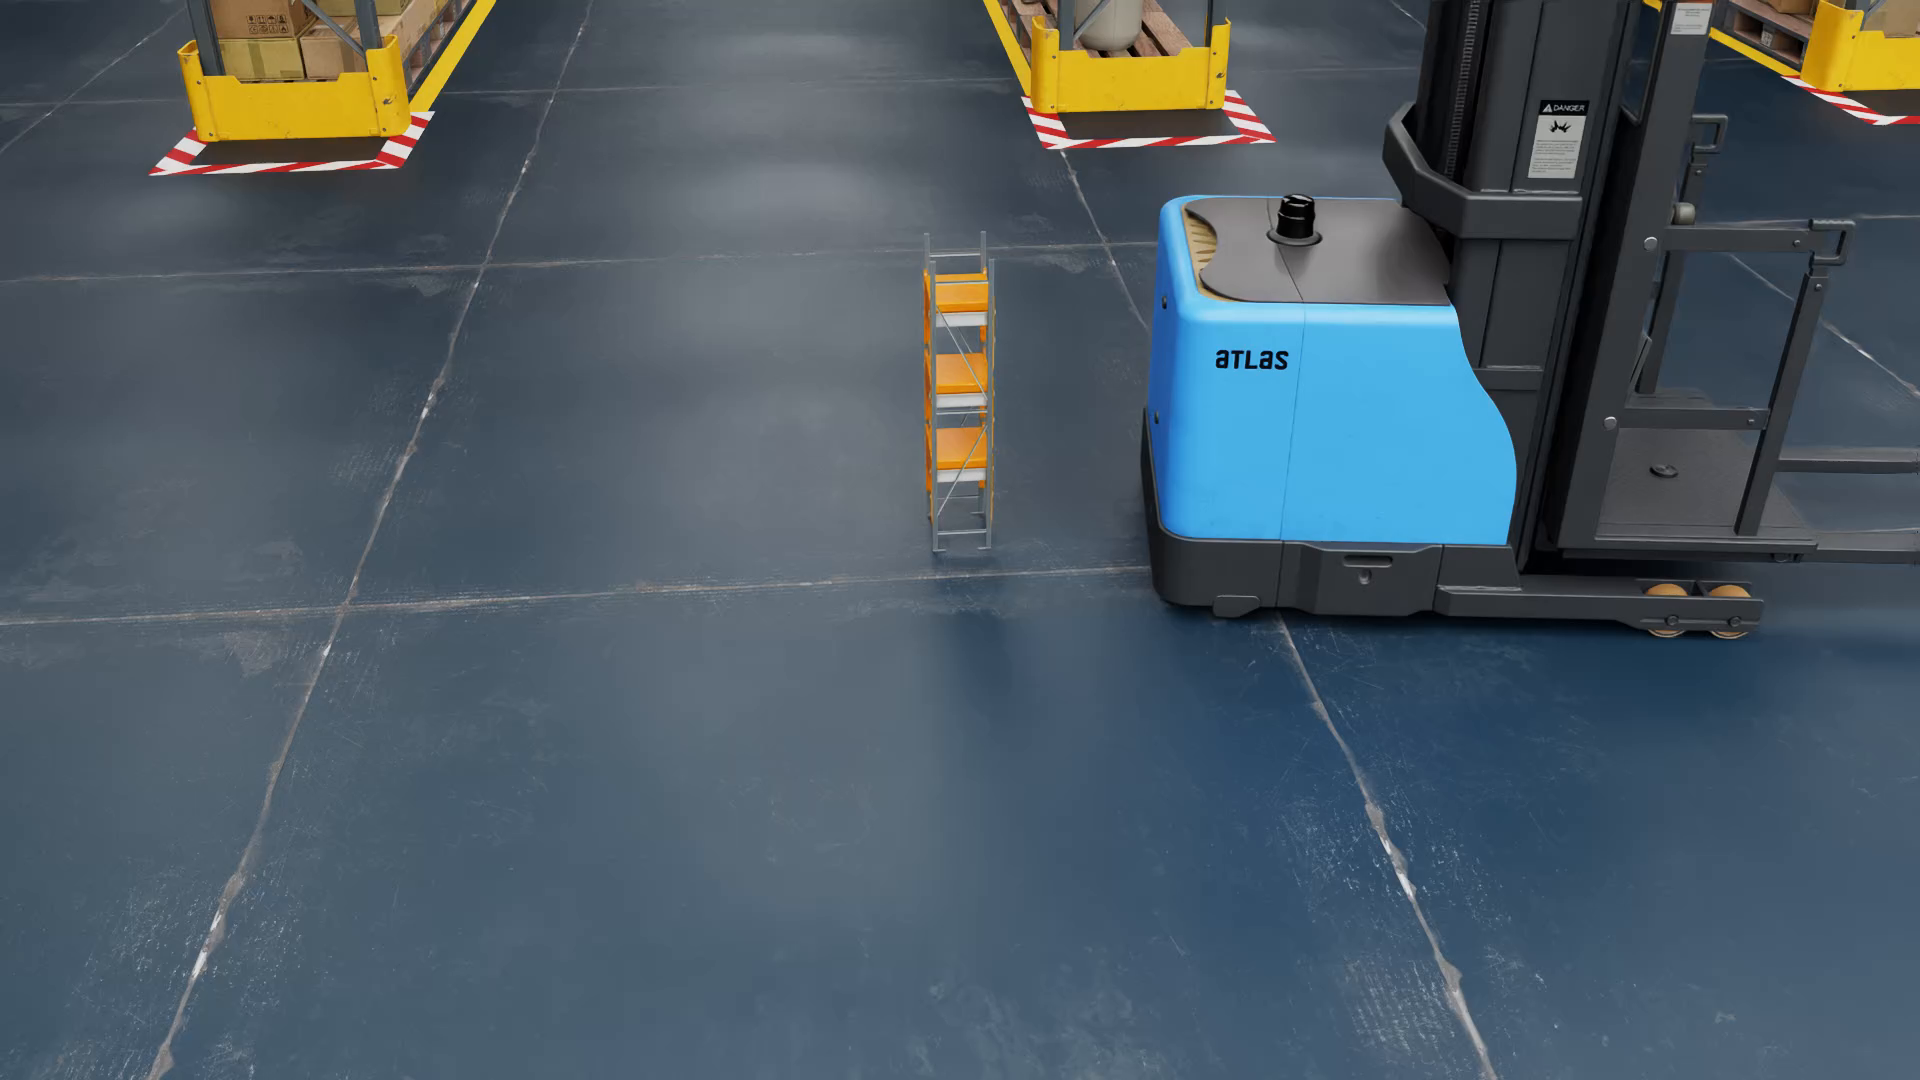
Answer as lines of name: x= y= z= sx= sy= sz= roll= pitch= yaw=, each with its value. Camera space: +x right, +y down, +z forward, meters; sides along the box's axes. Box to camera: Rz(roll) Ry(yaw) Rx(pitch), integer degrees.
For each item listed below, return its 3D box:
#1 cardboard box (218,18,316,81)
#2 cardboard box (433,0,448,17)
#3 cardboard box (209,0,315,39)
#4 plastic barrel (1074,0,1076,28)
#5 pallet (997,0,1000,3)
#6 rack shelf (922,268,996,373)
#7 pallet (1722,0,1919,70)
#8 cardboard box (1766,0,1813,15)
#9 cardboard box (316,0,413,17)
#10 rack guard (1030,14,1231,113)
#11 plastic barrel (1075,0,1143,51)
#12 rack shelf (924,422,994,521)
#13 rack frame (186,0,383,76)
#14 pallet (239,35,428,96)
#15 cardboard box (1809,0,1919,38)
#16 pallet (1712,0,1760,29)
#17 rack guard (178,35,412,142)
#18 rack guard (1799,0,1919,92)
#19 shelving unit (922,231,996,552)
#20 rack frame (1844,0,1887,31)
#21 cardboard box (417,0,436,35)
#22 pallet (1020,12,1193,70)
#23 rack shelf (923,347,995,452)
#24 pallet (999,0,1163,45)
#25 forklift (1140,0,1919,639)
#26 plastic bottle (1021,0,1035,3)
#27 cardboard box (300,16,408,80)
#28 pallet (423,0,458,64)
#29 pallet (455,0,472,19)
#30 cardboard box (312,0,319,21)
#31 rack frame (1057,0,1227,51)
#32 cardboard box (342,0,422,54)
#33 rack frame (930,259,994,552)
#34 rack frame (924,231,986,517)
cardboard box: x=-4.193 y=-2.973 z=10.074 sx=0.500 sy=0.250 sz=0.500 roll=-3 pitch=31 yaw=-5
cardboard box: x=-3.816 y=-3.764 z=11.398 sx=0.500 sy=0.250 sz=0.500 roll=-3 pitch=31 yaw=-5
cardboard box: x=-4.196 y=-3.295 z=9.882 sx=0.500 sy=0.500 sz=0.500 roll=-3 pitch=31 yaw=-5
plastic barrel: x=0.898 y=-3.650 z=10.951 sx=0.421 sy=0.512 sz=0.421 roll=0 pitch=31 yaw=0
pallet: x=0.730 y=-4.449 z=12.993 sx=1.003 sy=0.211 sz=1.213 roll=-3 pitch=31 yaw=-5
rack shelf: x=-0.005 y=-0.713 z=5.386 sx=0.215 sy=0.259 sz=0.240 roll=-3 pitch=31 yaw=-5
pallet: x=5.966 y=-3.444 z=11.311 sx=1.003 sy=0.211 sz=1.213 roll=-3 pitch=31 yaw=-5
cardboard box: x=5.883 y=-3.917 z=11.410 sx=0.500 sy=0.500 sz=0.500 roll=5 pitch=31 yaw=8
cardboard box: x=-3.726 y=-3.575 z=10.351 sx=0.500 sy=0.500 sz=0.500 roll=-3 pitch=31 yaw=-5
rack guard: x=1.029 y=-2.912 z=10.138 sx=1.175 sy=0.500 sz=0.348 roll=-3 pitch=31 yaw=-5
plastic barrel: x=0.945 y=-3.394 z=10.523 sx=0.421 sy=0.512 sz=0.421 roll=0 pitch=31 yaw=0
rack shelf: x=-0.005 y=-0.230 z=5.674 sx=0.215 sy=0.259 sz=0.240 roll=-3 pitch=31 yaw=-5
rack frame: x=-3.849 y=-3.714 z=9.042 sx=1.000 sy=3.000 sz=0.127 roll=-3 pitch=31 yaw=-5
pallet: x=-3.962 y=-2.905 z=10.408 sx=1.003 sy=0.211 sz=1.213 roll=-3 pitch=31 yaw=-5
cardboard box: x=5.972 y=-3.613 z=10.902 sx=0.500 sy=0.500 sz=0.500 roll=3 pitch=31 yaw=5
pallet: x=5.856 y=-4.066 z=12.351 sx=1.003 sy=0.211 sz=1.213 roll=-3 pitch=31 yaw=-5
rack guard: x=-3.847 y=-2.628 z=9.663 sx=1.175 sy=0.500 sz=0.348 roll=-3 pitch=31 yaw=-5
rack guard: x=6.007 y=-3.152 z=10.540 sx=1.175 sy=0.500 sz=0.348 roll=-3 pitch=31 yaw=-5
shelving unit: x=-0.005 y=-0.478 z=5.527 sx=0.215 sy=1.050 sz=0.252 roll=-3 pitch=31 yaw=-5
rack frame: x=6.014 y=-4.186 z=9.834 sx=1.000 sy=3.000 sz=0.127 roll=-3 pitch=31 yaw=-5
cardboard box: x=-3.774 y=-3.508 z=10.970 sx=0.500 sy=0.250 sz=0.500 roll=-3 pitch=31 yaw=-5
pallet: x=0.958 y=-3.203 z=10.907 sx=1.003 sy=0.211 sz=1.213 roll=-3 pitch=31 yaw=-5
rack shelf: x=-0.005 y=-0.469 z=5.532 sx=0.215 sy=0.259 sz=0.240 roll=-3 pitch=31 yaw=-5
pallet: x=0.848 y=-3.825 z=11.948 sx=1.003 sy=0.211 sz=1.213 roll=-3 pitch=31 yaw=-5
forklift: x=2.155 y=-1.227 z=4.947 sx=3.031 sy=2.935 sz=1.130 roll=1 pitch=31 yaw=2
plastic bottle: x=0.475 y=-3.853 z=11.576 sx=0.097 sy=0.201 sz=0.097 roll=0 pitch=31 yaw=0
cardboard box: x=-3.678 y=-2.998 z=10.116 sx=0.500 sy=0.250 sz=0.500 roll=-3 pitch=31 yaw=-5
pallet: x=-4.073 y=-3.526 z=11.448 sx=1.003 sy=0.211 sz=1.213 roll=-3 pitch=31 yaw=-5
pallet: x=-4.190 y=-4.151 z=12.493 sx=1.003 sy=0.211 sz=1.213 roll=-3 pitch=31 yaw=-5
cardboard box: x=-4.252 y=-3.228 z=10.501 sx=0.500 sy=0.250 sz=0.500 roll=-3 pitch=31 yaw=-5
rack frame: x=1.083 y=-3.949 z=9.436 sx=1.000 sy=3.000 sz=0.127 roll=-3 pitch=31 yaw=-5
cardboard box: x=-3.728 y=-3.253 z=10.543 sx=0.500 sy=0.250 sz=0.500 roll=-3 pitch=31 yaw=-5
rack frame: x=0.006 y=-0.416 z=5.422 sx=0.200 sy=1.050 sz=0.008 roll=-3 pitch=31 yaw=-5
rack frame: x=-0.016 y=-0.540 z=5.631 sx=0.200 sy=1.050 sz=0.008 roll=-3 pitch=31 yaw=-5
